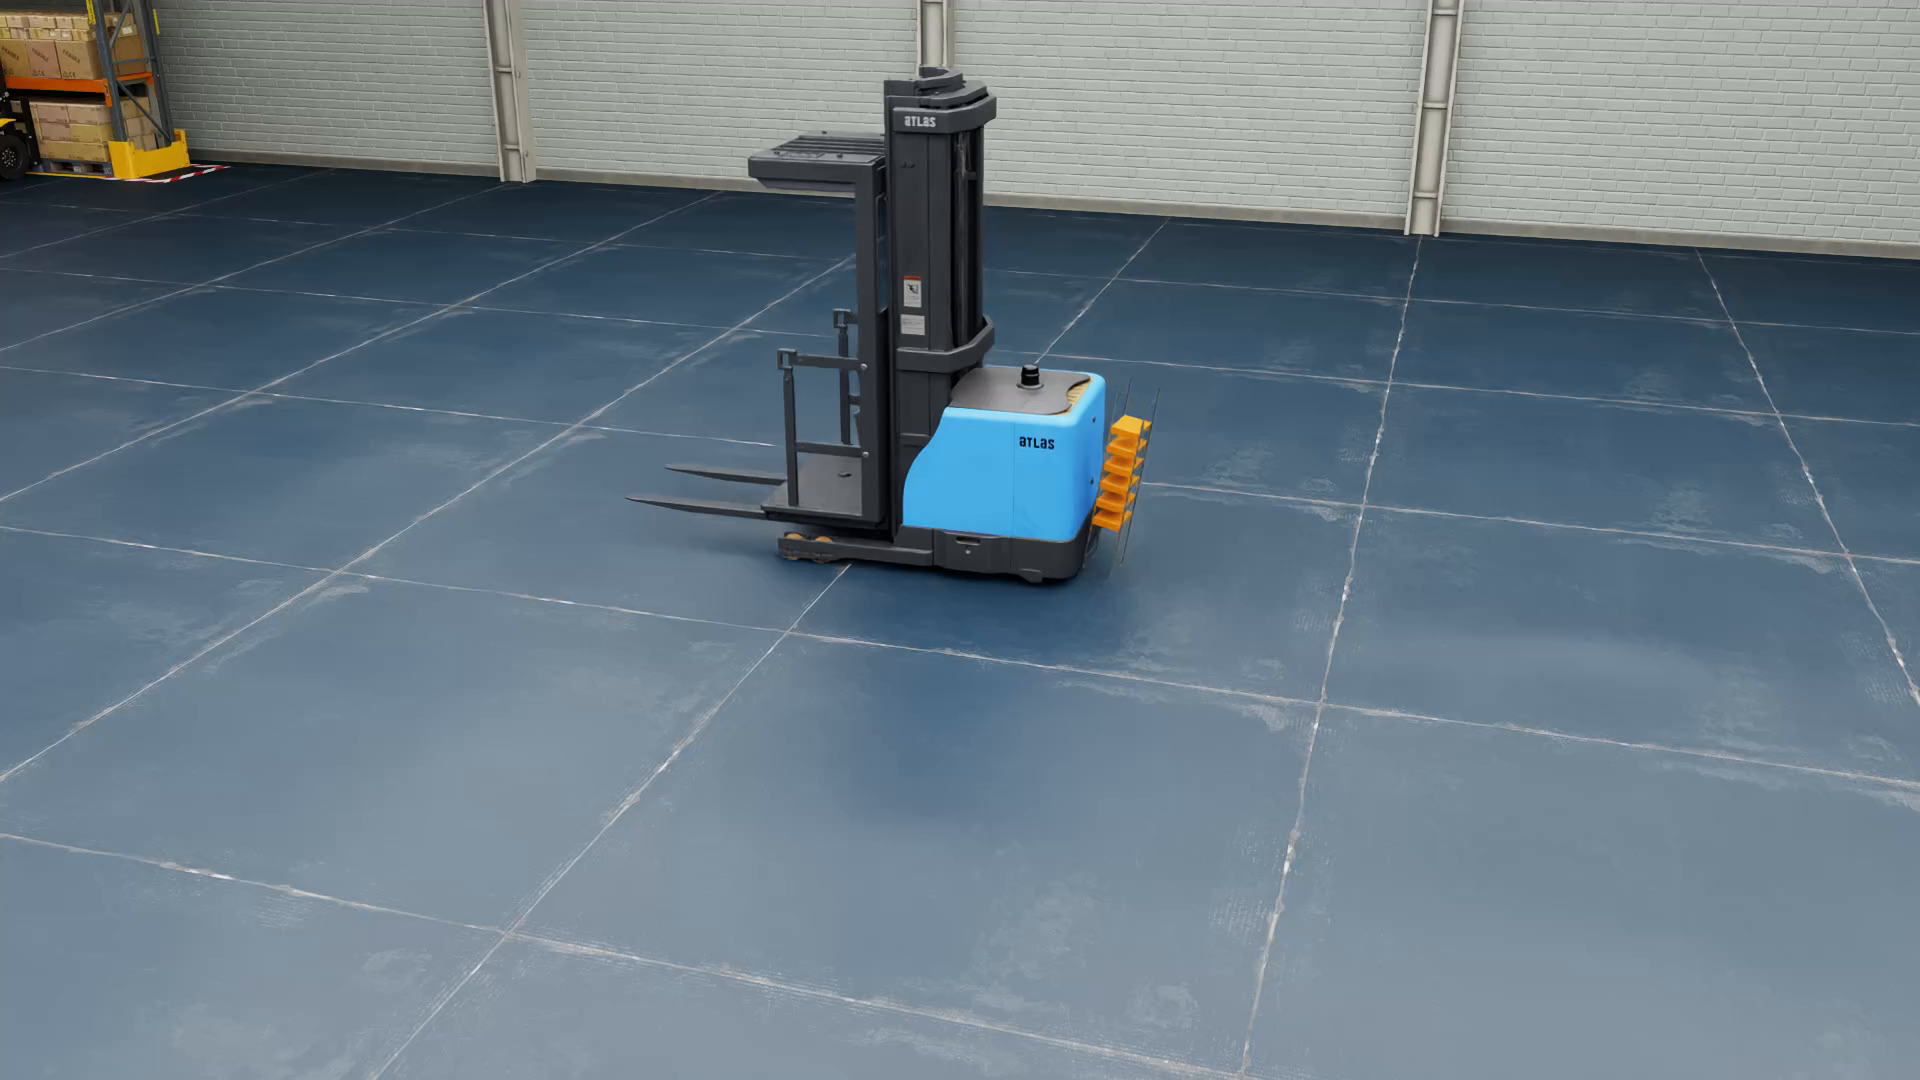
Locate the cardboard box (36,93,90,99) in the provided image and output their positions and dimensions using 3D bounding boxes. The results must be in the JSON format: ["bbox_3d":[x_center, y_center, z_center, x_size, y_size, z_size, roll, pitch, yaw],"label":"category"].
[{"bbox_3d":[-12.744,-6.196,23.674,0.500,0.250,0.500,6,23,15],"label":"cardboard box"}]

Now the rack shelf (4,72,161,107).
[{"bbox_3d":[-13.298,-6.464,23.523,4.000,0.370,1.077,7,23,16],"label":"rack shelf"}]

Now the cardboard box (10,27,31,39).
[{"bbox_3d":[-12.784,-6.971,22.826,0.250,0.149,0.380,6,23,14],"label":"cardboard box"}]

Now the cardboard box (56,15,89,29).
[{"bbox_3d":[-12.033,-7.040,22.601,0.250,0.149,0.380,7,23,16],"label":"cardboard box"}]

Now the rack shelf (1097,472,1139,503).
[{"bbox_3d":[0.966,-0.329,10.085,0.180,0.103,0.258,18,27,18],"label":"rack shelf"}]

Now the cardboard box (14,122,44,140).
[{"bbox_3d":[-12.917,-5.778,23.316,0.500,0.250,0.500,6,23,14],"label":"cardboard box"}]

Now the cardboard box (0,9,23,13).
[{"bbox_3d":[-13.370,-7.383,23.439,0.250,0.149,0.380,7,23,17],"label":"cardboard box"}]

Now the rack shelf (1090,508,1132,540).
[{"bbox_3d":[0.931,-0.115,10.190,0.180,0.103,0.258,18,27,18],"label":"rack shelf"}]

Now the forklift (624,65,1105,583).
[{"bbox_3d":[-0.646,-1.393,10.305,3.031,2.935,1.130,6,23,14],"label":"forklift"}]

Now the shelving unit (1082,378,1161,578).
[{"bbox_3d":[0.972,-0.368,10.066,0.189,1.200,0.258,18,27,18],"label":"shelving unit"}]

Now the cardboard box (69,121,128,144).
[{"bbox_3d":[-11.940,-5.671,23.053,0.500,0.250,0.500,6,23,15],"label":"cardboard box"}]

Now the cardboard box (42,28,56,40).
[{"bbox_3d":[-12.280,-6.928,22.720,0.250,0.149,0.380,7,23,17],"label":"cardboard box"}]

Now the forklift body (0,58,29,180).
[{"bbox_3d":[-13.726,-5.730,21.904,1.214,2.155,2.313,7,23,16],"label":"forklift body"}]

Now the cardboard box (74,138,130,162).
[{"bbox_3d":[-11.925,-5.436,23.140,0.500,0.250,0.500,7,23,16],"label":"cardboard box"}]

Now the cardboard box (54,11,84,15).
[{"bbox_3d":[-12.374,-7.273,23.170,0.250,0.149,0.380,7,23,16],"label":"cardboard box"}]

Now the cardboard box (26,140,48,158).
[{"bbox_3d":[-12.874,-5.552,23.423,0.500,0.250,0.500,7,23,16],"label":"cardboard box"}]

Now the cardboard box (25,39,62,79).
[{"bbox_3d":[-12.425,-6.642,22.879,0.500,0.500,0.500,7,23,17],"label":"cardboard box"}]

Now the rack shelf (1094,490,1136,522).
[{"bbox_3d":[0.948,-0.222,10.138,0.180,0.103,0.258,18,27,18],"label":"rack shelf"}]

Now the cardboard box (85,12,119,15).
[{"bbox_3d":[-11.880,-7.228,23.059,0.250,0.149,0.380,7,23,17],"label":"cardboard box"}]

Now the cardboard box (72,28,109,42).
[{"bbox_3d":[-11.796,-6.860,22.555,0.250,0.149,0.380,7,23,16],"label":"cardboard box"}]

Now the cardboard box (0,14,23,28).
[{"bbox_3d":[-13.038,-7.128,22.815,0.250,0.149,0.380,7,23,17],"label":"cardboard box"}]

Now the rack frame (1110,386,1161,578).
[{"bbox_3d":[1.055,-0.341,10.038,0.006,1.200,0.240,18,27,18],"label":"rack frame"}]

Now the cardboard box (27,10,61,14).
[{"bbox_3d":[-12.856,-7.357,23.376,0.250,0.149,0.380,6,23,14],"label":"cardboard box"}]

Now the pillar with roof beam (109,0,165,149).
[{"bbox_3d":[-13.033,-8.193,18.885,0.400,9.000,9.100,7,23,16],"label":"pillar with roof beam"}]

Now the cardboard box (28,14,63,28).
[{"bbox_3d":[-12.508,-7.113,22.780,0.250,0.149,0.380,7,23,16],"label":"cardboard box"}]

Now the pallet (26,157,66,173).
[{"bbox_3d":[-13.292,-5.490,23.877,1.213,0.211,1.003,7,23,15],"label":"pallet"}]

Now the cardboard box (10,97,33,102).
[{"bbox_3d":[-13.374,-6.063,23.351,0.500,0.250,0.500,6,23,14],"label":"cardboard box"}]

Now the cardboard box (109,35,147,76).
[{"bbox_3d":[-11.778,-6.779,23.212,0.500,0.500,0.500,7,23,17],"label":"cardboard box"}]

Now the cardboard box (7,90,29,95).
[{"bbox_3d":[-13.716,-6.307,23.944,0.500,0.250,0.500,7,23,16],"label":"cardboard box"}]

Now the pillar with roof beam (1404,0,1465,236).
[{"bbox_3d":[4.199,-6.219,14.075,0.400,9.000,9.100,7,23,16],"label":"pillar with roof beam"}]

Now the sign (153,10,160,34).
[{"bbox_3d":[-11.218,-7.216,23.163,0.005,0.325,0.100,7,23,16],"label":"sign"}]

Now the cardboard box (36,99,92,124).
[{"bbox_3d":[-12.405,-5.953,23.083,0.500,0.250,0.500,7,23,16],"label":"cardboard box"}]

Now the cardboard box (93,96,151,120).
[{"bbox_3d":[-11.789,-6.084,23.401,0.500,0.250,0.500,6,23,15],"label":"cardboard box"}]
